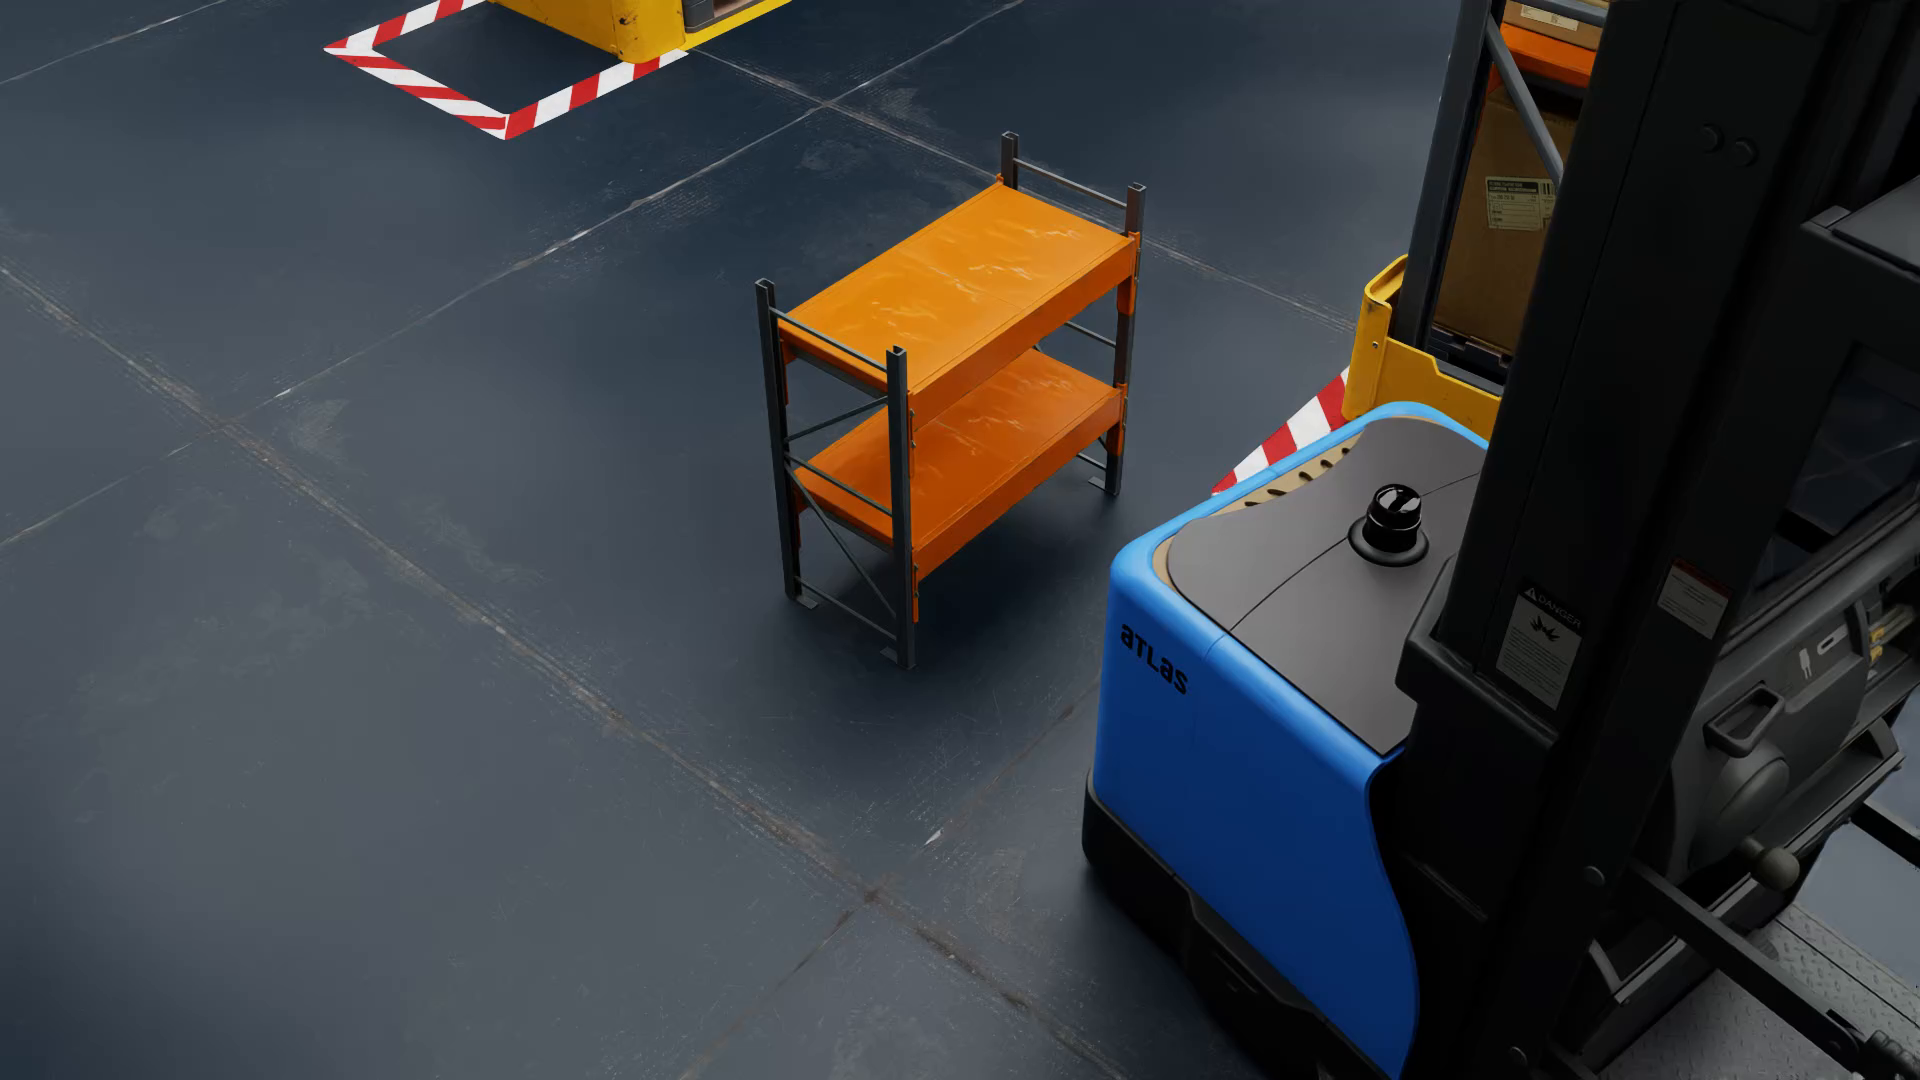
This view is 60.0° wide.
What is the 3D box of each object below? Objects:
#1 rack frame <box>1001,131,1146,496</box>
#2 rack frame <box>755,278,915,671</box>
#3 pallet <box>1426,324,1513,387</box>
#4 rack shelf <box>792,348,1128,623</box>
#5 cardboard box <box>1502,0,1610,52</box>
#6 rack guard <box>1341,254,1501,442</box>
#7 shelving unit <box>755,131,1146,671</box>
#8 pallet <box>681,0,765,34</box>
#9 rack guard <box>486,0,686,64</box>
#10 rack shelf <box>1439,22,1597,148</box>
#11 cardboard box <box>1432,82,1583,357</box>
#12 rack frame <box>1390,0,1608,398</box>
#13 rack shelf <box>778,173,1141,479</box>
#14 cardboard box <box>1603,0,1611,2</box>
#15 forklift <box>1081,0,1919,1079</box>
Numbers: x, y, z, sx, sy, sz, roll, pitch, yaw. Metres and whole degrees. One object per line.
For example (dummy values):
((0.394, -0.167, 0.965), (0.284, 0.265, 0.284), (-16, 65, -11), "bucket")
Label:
((0.323, -0.674, 5.156), (0.500, 1.125, 0.032), (29, 50, 28), "rack frame")
((-0.331, -0.151, 4.580), (0.500, 1.125, 0.032), (29, 50, 28), "rack frame")
((2.315, -0.801, 5.974), (1.003, 0.211, 1.213), (29, 50, 28), "pallet")
((-0.004, -0.232, 5.032), (0.538, 0.278, 1.000), (29, 50, 28), "rack shelf")
((1.837, -1.620, 4.989), (0.380, 0.149, 0.250), (30, 50, 29), "cardboard box")
((1.845, -0.450, 5.373), (1.175, 0.500, 0.348), (29, 50, 28), "rack guard")
((-0.004, -0.413, 4.868), (0.538, 1.125, 1.048), (29, 50, 28), "shelving unit")
((-1.272, -2.997, 8.389), (1.003, 0.211, 1.213), (29, 50, 28), "pallet")
((-1.822, -2.701, 7.849), (1.175, 0.500, 0.348), (29, 50, 28), "rack guard")
((3.147, -2.151, 5.921), (1.077, 0.370, 4.000), (29, 50, 28), "rack shelf")
((2.211, -1.121, 5.520), (0.875, 0.875, 0.875), (29, 50, 28), "cardboard box")
((1.860, -1.387, 4.546), (1.000, 3.000, 0.127), (29, 50, 28), "rack frame")
((-0.004, -0.629, 4.671), (0.538, 0.278, 1.000), (29, 50, 28), "rack shelf")
((1.969, -1.806, 4.897), (0.500, 0.250, 0.500), (29, 50, 28), "cardboard box")
((1.605, 0.332, 2.707), (1.130, 2.935, 3.031), (-27, 49, -27), "forklift")
